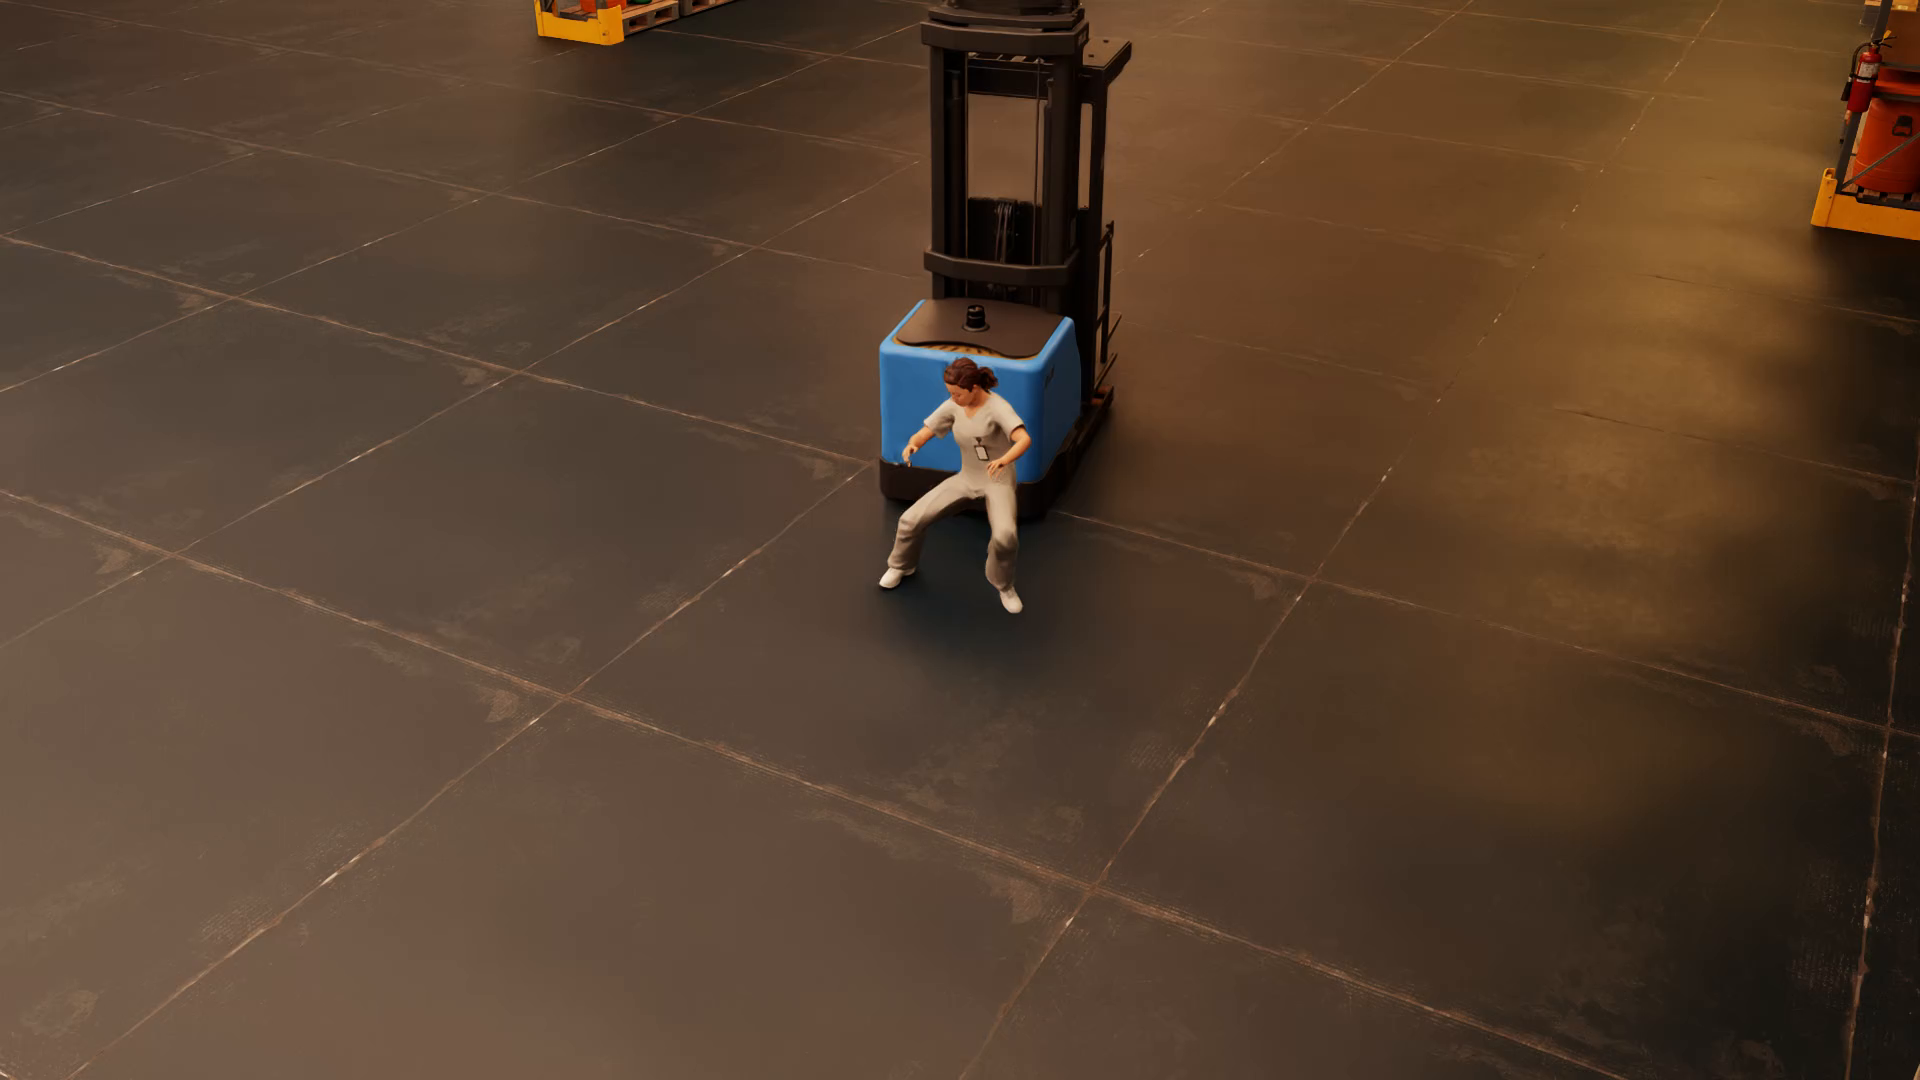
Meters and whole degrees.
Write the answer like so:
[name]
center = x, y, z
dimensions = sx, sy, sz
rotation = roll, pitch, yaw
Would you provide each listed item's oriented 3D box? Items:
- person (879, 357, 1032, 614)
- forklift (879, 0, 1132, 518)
[person]
center = -0.008, -0.295, 9.080
dimensions = 0.929, 1.423, 0.697
rotation = 22, 37, 33
[forklift]
center = 0.434, -2.127, 10.757
dimensions = 1.130, 2.935, 3.031
rotation = 9, 31, 15
